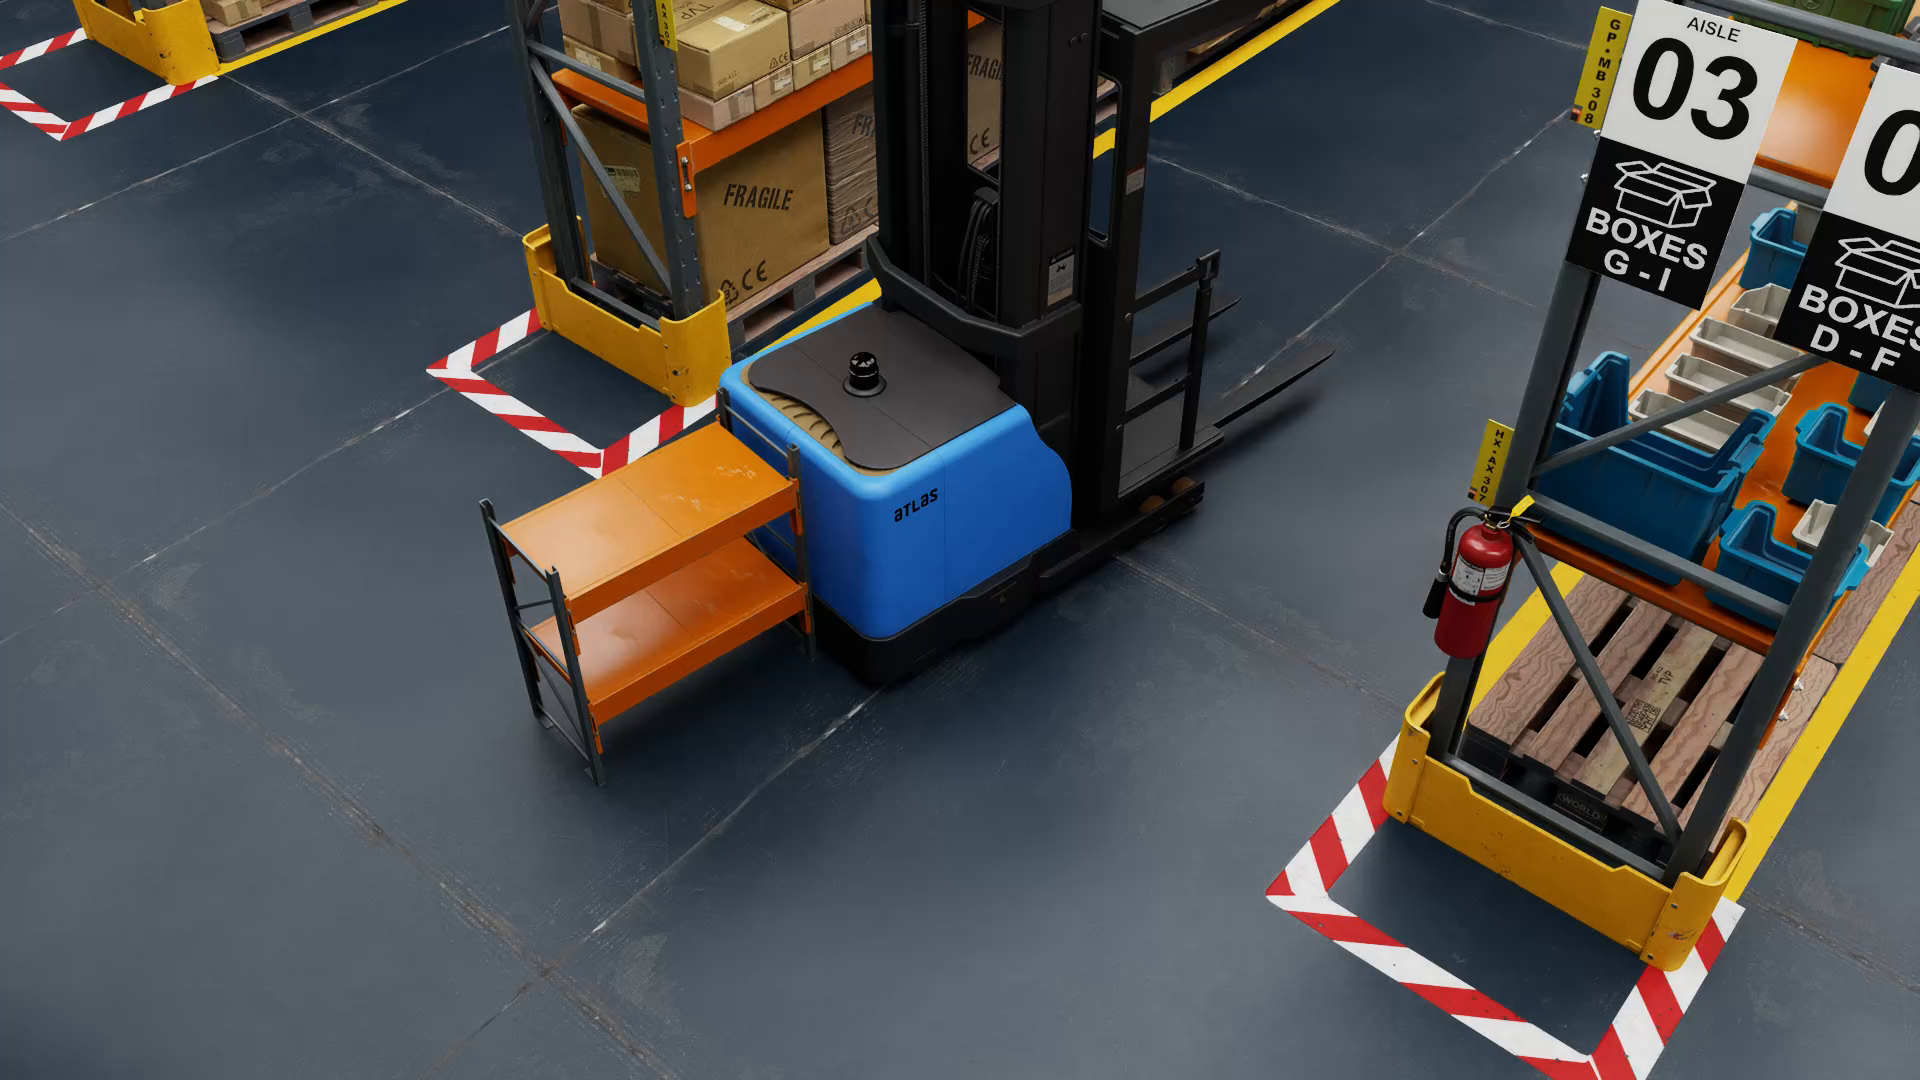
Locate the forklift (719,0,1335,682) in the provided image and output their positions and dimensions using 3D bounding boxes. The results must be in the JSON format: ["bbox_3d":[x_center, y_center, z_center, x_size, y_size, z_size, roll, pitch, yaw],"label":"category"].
[{"bbox_3d":[0.475,-1.360,6.749,3.031,2.935,1.130,-30,50,-29],"label":"forklift"}]

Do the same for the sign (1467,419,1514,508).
[{"bbox_3d":[1.710,-0.240,5.345,0.100,0.325,0.005,29,50,28],"label":"sign"}]

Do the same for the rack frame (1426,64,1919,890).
[{"bbox_3d":[2.142,0.050,5.148,1.000,3.000,0.127,29,50,28],"label":"rack frame"}]

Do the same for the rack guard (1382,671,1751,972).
[{"bbox_3d":[2.136,0.993,5.969,1.175,0.500,0.348,29,50,28],"label":"rack guard"}]

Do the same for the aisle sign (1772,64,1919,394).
[{"bbox_3d":[2.323,-0.746,4.091,0.394,0.787,0.004,29,50,28],"label":"aisle sign"}]

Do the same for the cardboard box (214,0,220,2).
[{"bbox_3d":[-4.847,-3.663,10.817,0.380,0.149,0.250,32,51,30],"label":"cardboard box"}]

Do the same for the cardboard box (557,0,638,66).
[{"bbox_3d":[-1.540,-2.513,7.857,0.500,0.250,0.500,29,50,28],"label":"cardboard box"}]

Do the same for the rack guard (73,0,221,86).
[{"bbox_3d":[-5.331,-3.408,10.809,1.175,0.500,0.348,29,50,28],"label":"rack guard"}]

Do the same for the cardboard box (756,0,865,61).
[{"bbox_3d":[-0.804,-2.550,7.897,0.500,0.250,0.500,29,50,28],"label":"cardboard box"}]

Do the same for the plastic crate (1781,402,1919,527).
[{"bbox_3d":[2.976,-0.234,5.540,0.416,0.233,0.300,29,50,28],"label":"plastic crate"}]

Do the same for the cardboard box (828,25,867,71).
[{"bbox_3d":[-0.673,-2.441,8.074,0.380,0.149,0.250,29,50,28],"label":"cardboard box"}]

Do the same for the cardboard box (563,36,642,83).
[{"bbox_3d":[-1.672,-2.327,7.949,0.380,0.149,0.250,30,50,29],"label":"cardboard box"}]

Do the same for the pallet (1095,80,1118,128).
[{"bbox_3d":[0.376,-2.765,10.316,1.003,0.211,1.213,29,50,28],"label":"pallet"}]

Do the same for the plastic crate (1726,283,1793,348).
[{"bbox_3d":[3.063,-0.830,6.267,0.298,0.136,0.250,29,50,28],"label":"plastic crate"}]

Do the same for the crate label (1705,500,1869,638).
[{"bbox_3d":[2.553,0.105,5.167,0.416,0.233,0.303,29,50,28],"label":"crate label"}]

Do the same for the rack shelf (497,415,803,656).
[{"bbox_3d":[-1.151,-0.039,6.204,1.000,0.278,0.538,-30,50,-29],"label":"rack shelf"}]

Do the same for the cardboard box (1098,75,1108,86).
[{"bbox_3d":[0.439,-3.218,10.009,0.875,0.875,0.875,29,50,28],"label":"cardboard box"}]

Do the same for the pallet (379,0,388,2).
[{"bbox_3d":[-3.996,-4.330,12.037,1.003,0.211,1.213,29,50,28],"label":"pallet"}]

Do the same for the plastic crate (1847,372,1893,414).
[{"bbox_3d":[3.400,-0.573,5.912,0.416,0.233,0.300,29,50,28],"label":"plastic crate"}]

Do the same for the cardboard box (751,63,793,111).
[{"bbox_3d":[-1.004,-2.174,7.780,0.380,0.149,0.250,29,50,28],"label":"cardboard box"}]

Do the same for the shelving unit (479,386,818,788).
[{"bbox_3d":[-1.151,0.178,6.401,1.048,1.125,0.538,-30,50,-29],"label":"shelving unit"}]

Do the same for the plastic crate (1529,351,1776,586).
[{"bbox_3d":[2.214,-0.239,5.394,0.616,0.435,0.499,29,50,28],"label":"plastic crate"}]

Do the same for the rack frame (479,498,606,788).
[{"bbox_3d":[-1.536,0.400,6.156,0.032,1.125,0.500,-30,50,-29],"label":"rack frame"}]

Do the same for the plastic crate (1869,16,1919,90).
[{"bbox_3d":[2.603,-1.089,4.268,0.497,0.269,0.590,29,50,28],"label":"plastic crate"}]

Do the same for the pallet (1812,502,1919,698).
[{"bbox_3d":[3.488,0.049,7.222,1.003,0.211,1.213,29,50,28],"label":"pallet"}]

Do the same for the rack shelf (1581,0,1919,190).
[{"bbox_3d":[3.429,-1.823,5.513,1.077,0.370,4.000,29,50,28],"label":"rack shelf"}]

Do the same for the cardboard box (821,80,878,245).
[{"bbox_3d":[-0.713,-2.296,8.995,0.875,0.875,0.875,29,50,28],"label":"cardboard box"}]

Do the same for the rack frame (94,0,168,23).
[{"bbox_3d":[-5.380,-4.294,9.925,1.000,3.000,0.127,29,50,28],"label":"rack frame"}]

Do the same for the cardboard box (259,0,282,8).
[{"bbox_3d":[-4.692,-3.696,11.074,0.380,0.149,0.250,29,50,28],"label":"cardboard box"}]

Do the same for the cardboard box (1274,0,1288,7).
[{"bbox_3d":[1.896,-4.322,11.223,1.225,0.875,0.875,28,49,27],"label":"cardboard box"}]

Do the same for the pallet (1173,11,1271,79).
[{"bbox_3d":[1.364,-3.552,11.182,1.003,0.211,1.213,29,50,28],"label":"pallet"}]

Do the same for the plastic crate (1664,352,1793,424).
[{"bbox_3d":[2.726,-0.516,5.921,0.396,0.136,0.243,29,50,28],"label":"plastic crate"}]

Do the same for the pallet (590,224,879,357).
[{"bbox_3d":[-1.194,-1.508,8.934,1.003,0.211,1.213,29,50,28],"label":"pallet"}]

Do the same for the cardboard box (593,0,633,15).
[{"bbox_3d":[-1.537,-2.791,7.605,0.500,0.500,0.500,30,50,29],"label":"cardboard box"}]

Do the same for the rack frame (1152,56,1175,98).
[{"bbox_3d":[0.925,-4.154,9.771,1.000,3.000,0.127,29,50,28],"label":"rack frame"}]
